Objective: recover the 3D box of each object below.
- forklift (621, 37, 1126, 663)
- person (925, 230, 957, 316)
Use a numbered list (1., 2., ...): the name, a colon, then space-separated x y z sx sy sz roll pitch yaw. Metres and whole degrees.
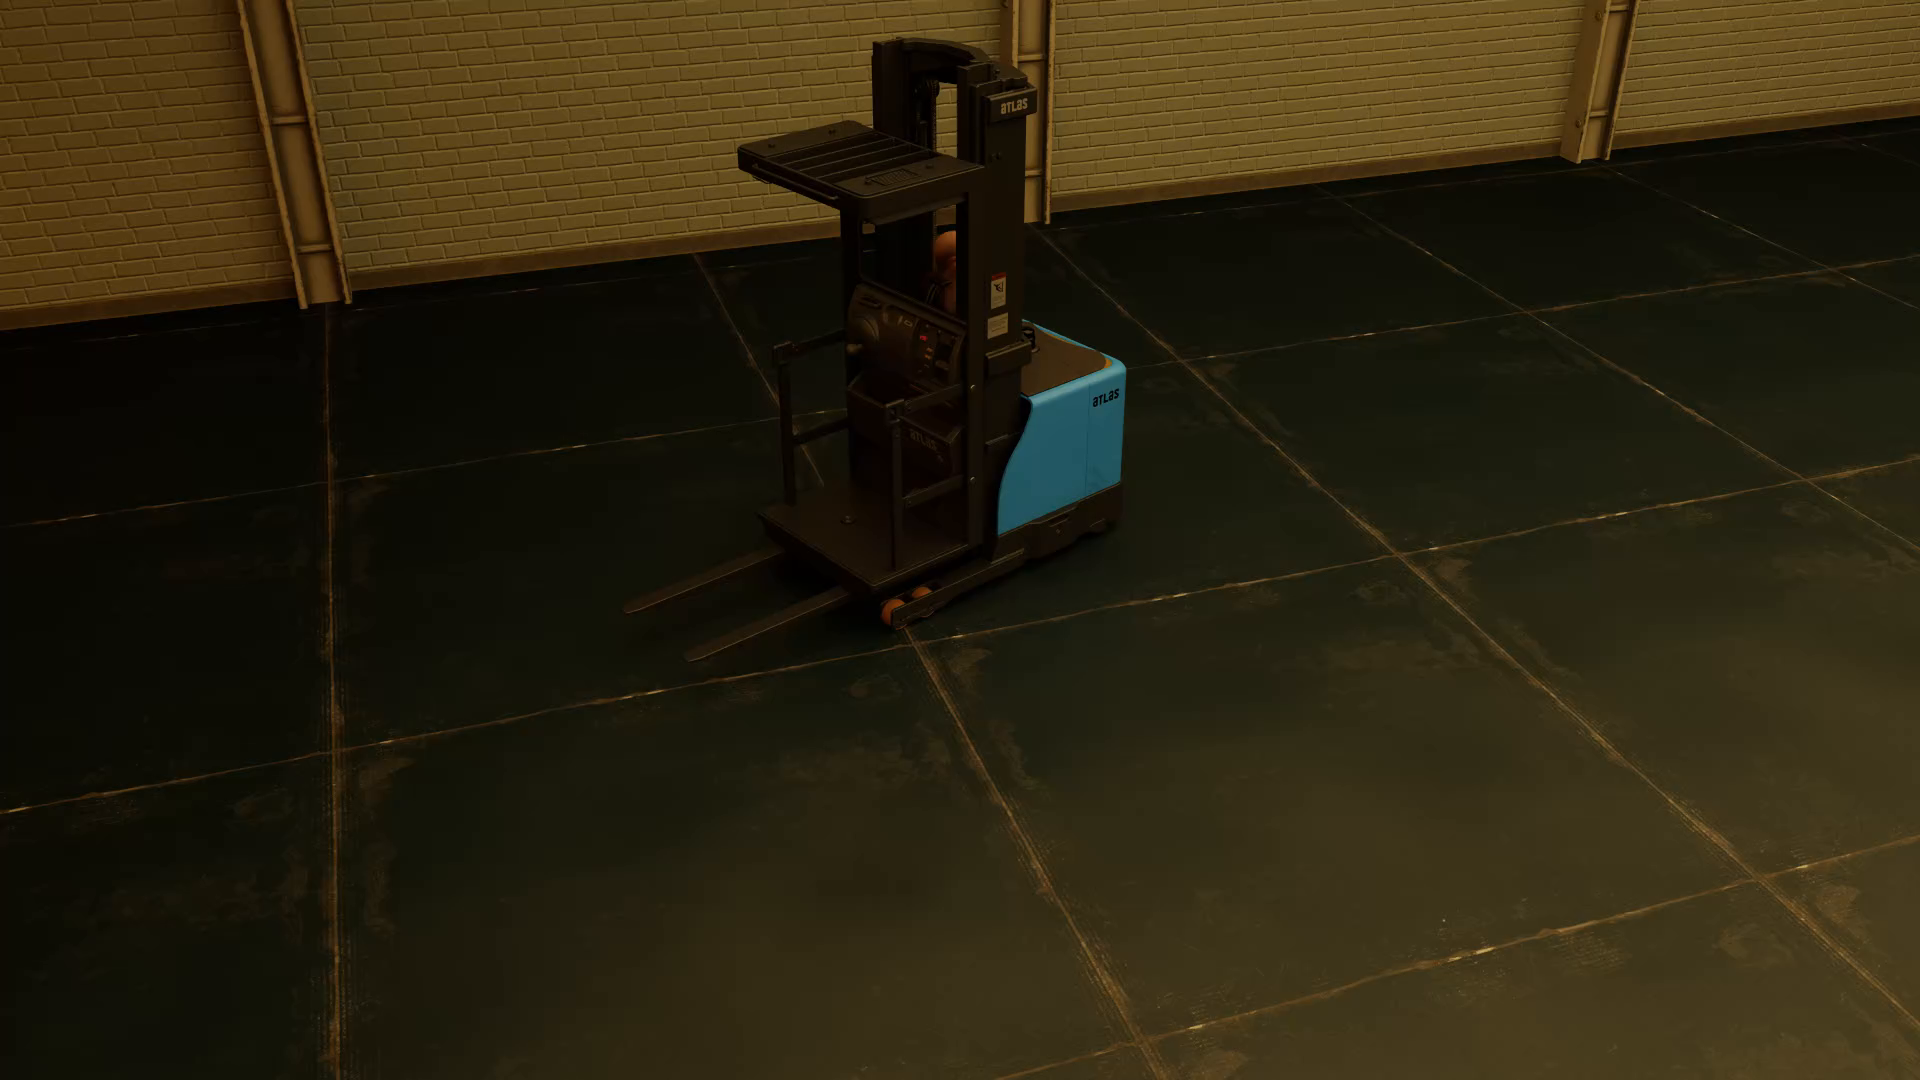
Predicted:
1. forklift: -0.461 -1.072 8.951 3.031 2.935 1.130 -23 37 -34
2. person: -0.006 -0.946 9.487 0.323 1.710 0.550 -10 31 -16
